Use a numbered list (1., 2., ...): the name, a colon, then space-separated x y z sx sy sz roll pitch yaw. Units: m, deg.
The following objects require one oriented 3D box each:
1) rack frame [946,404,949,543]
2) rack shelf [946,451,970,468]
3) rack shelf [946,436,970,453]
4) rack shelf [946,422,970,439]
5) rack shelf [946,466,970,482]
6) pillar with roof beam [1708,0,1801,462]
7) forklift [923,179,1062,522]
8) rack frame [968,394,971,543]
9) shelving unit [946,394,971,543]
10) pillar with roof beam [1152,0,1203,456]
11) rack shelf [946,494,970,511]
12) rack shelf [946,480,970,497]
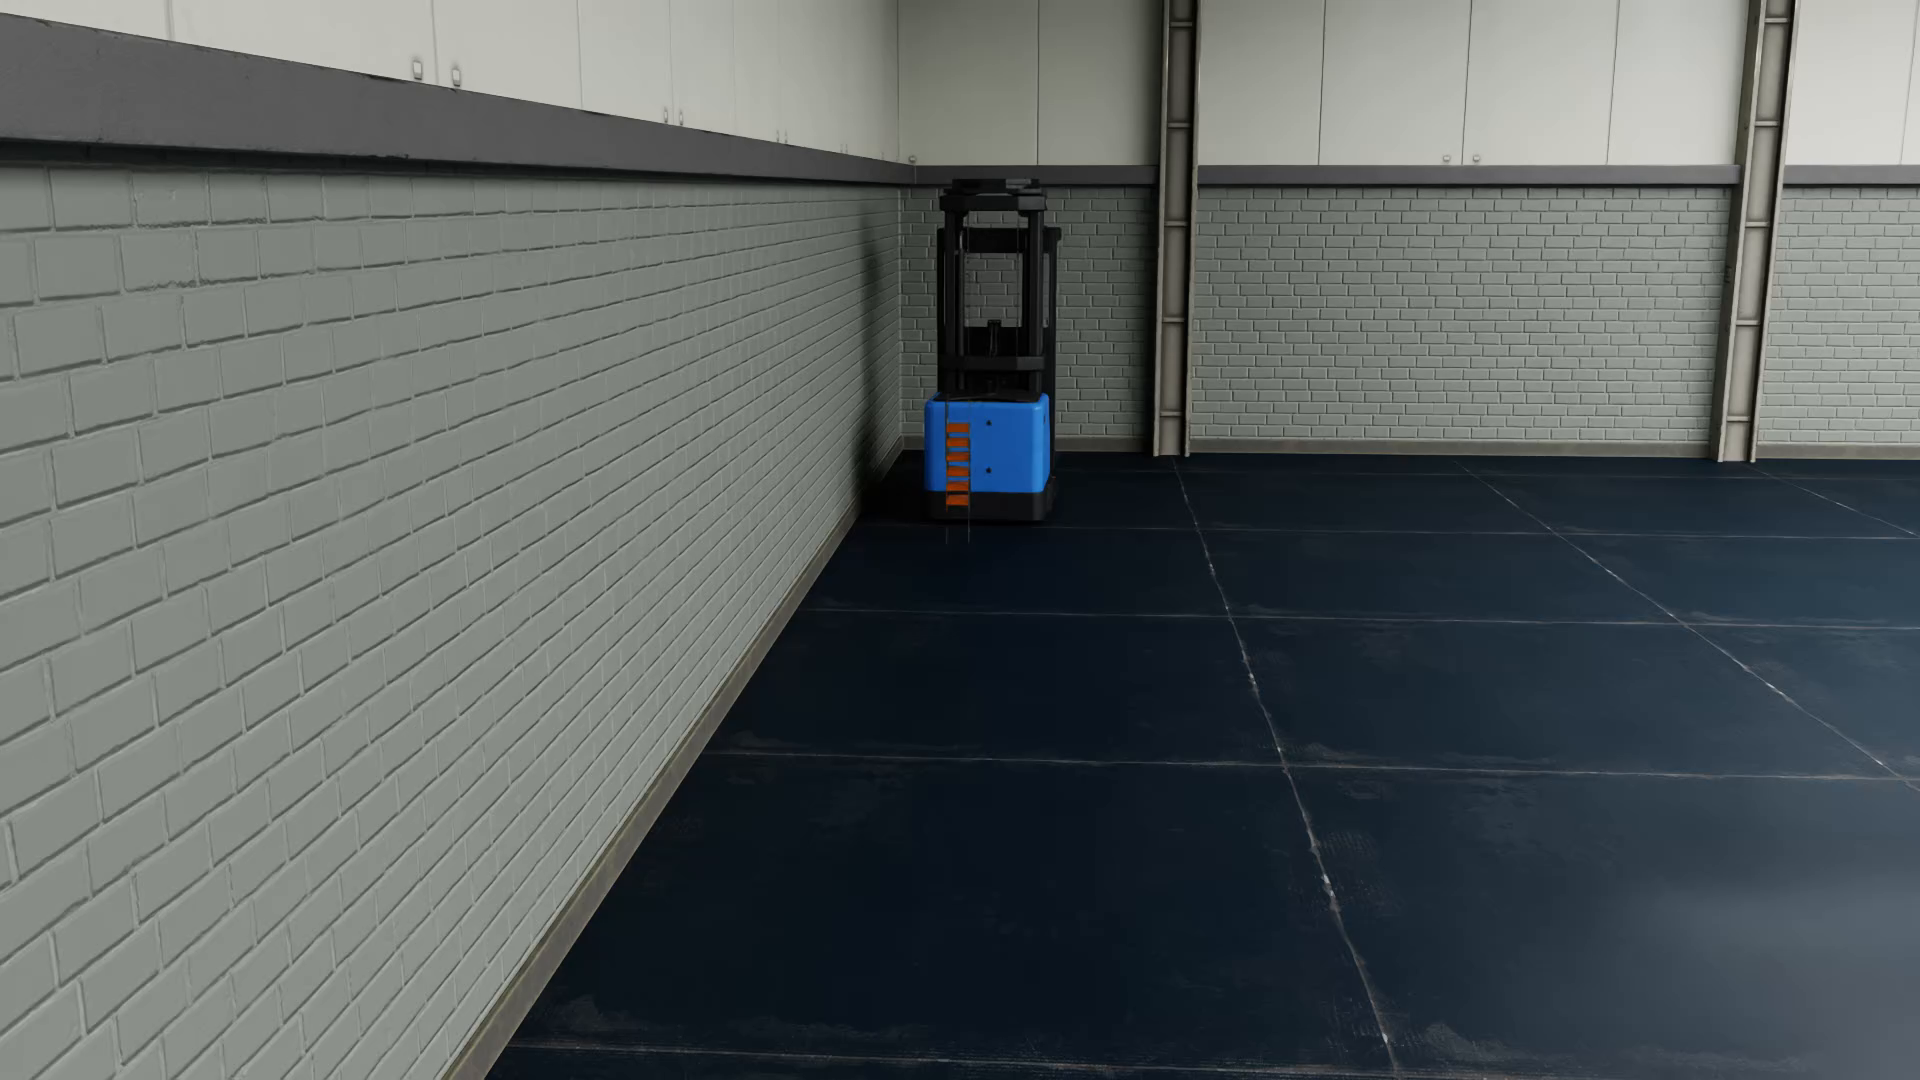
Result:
1. rack frame: -0.106 -0.589 13.652 0.006 1.200 0.240 1 12 4
2. rack shelf: -0.014 -0.661 13.631 0.180 0.103 0.258 1 12 4
3. rack shelf: -0.014 -0.779 13.606 0.180 0.103 0.258 1 12 4
4. rack shelf: -0.014 -0.896 13.582 0.180 0.103 0.258 1 12 4
5. rack shelf: -0.014 -0.544 13.655 0.180 0.103 0.258 1 12 4
6. pillar with roof beam: 8.013 -4.390 12.776 0.400 9.000 9.100 1 12 4
7. forklift: 0.363 -1.845 15.432 1.130 2.935 3.031 1 12 6
8. rack frame: 0.077 -0.586 13.640 0.006 1.200 0.240 1 12 4
9. shelving unit: -0.014 -0.587 13.646 0.189 1.200 0.258 1 12 4
10. pillar with roof beam: 2.026 -4.472 13.169 0.400 9.000 9.100 1 12 4
11. rack shelf: -0.014 -0.309 13.704 0.180 0.103 0.258 1 12 4
12. rack shelf: -0.014 -0.427 13.680 0.180 0.103 0.258 1 12 4
